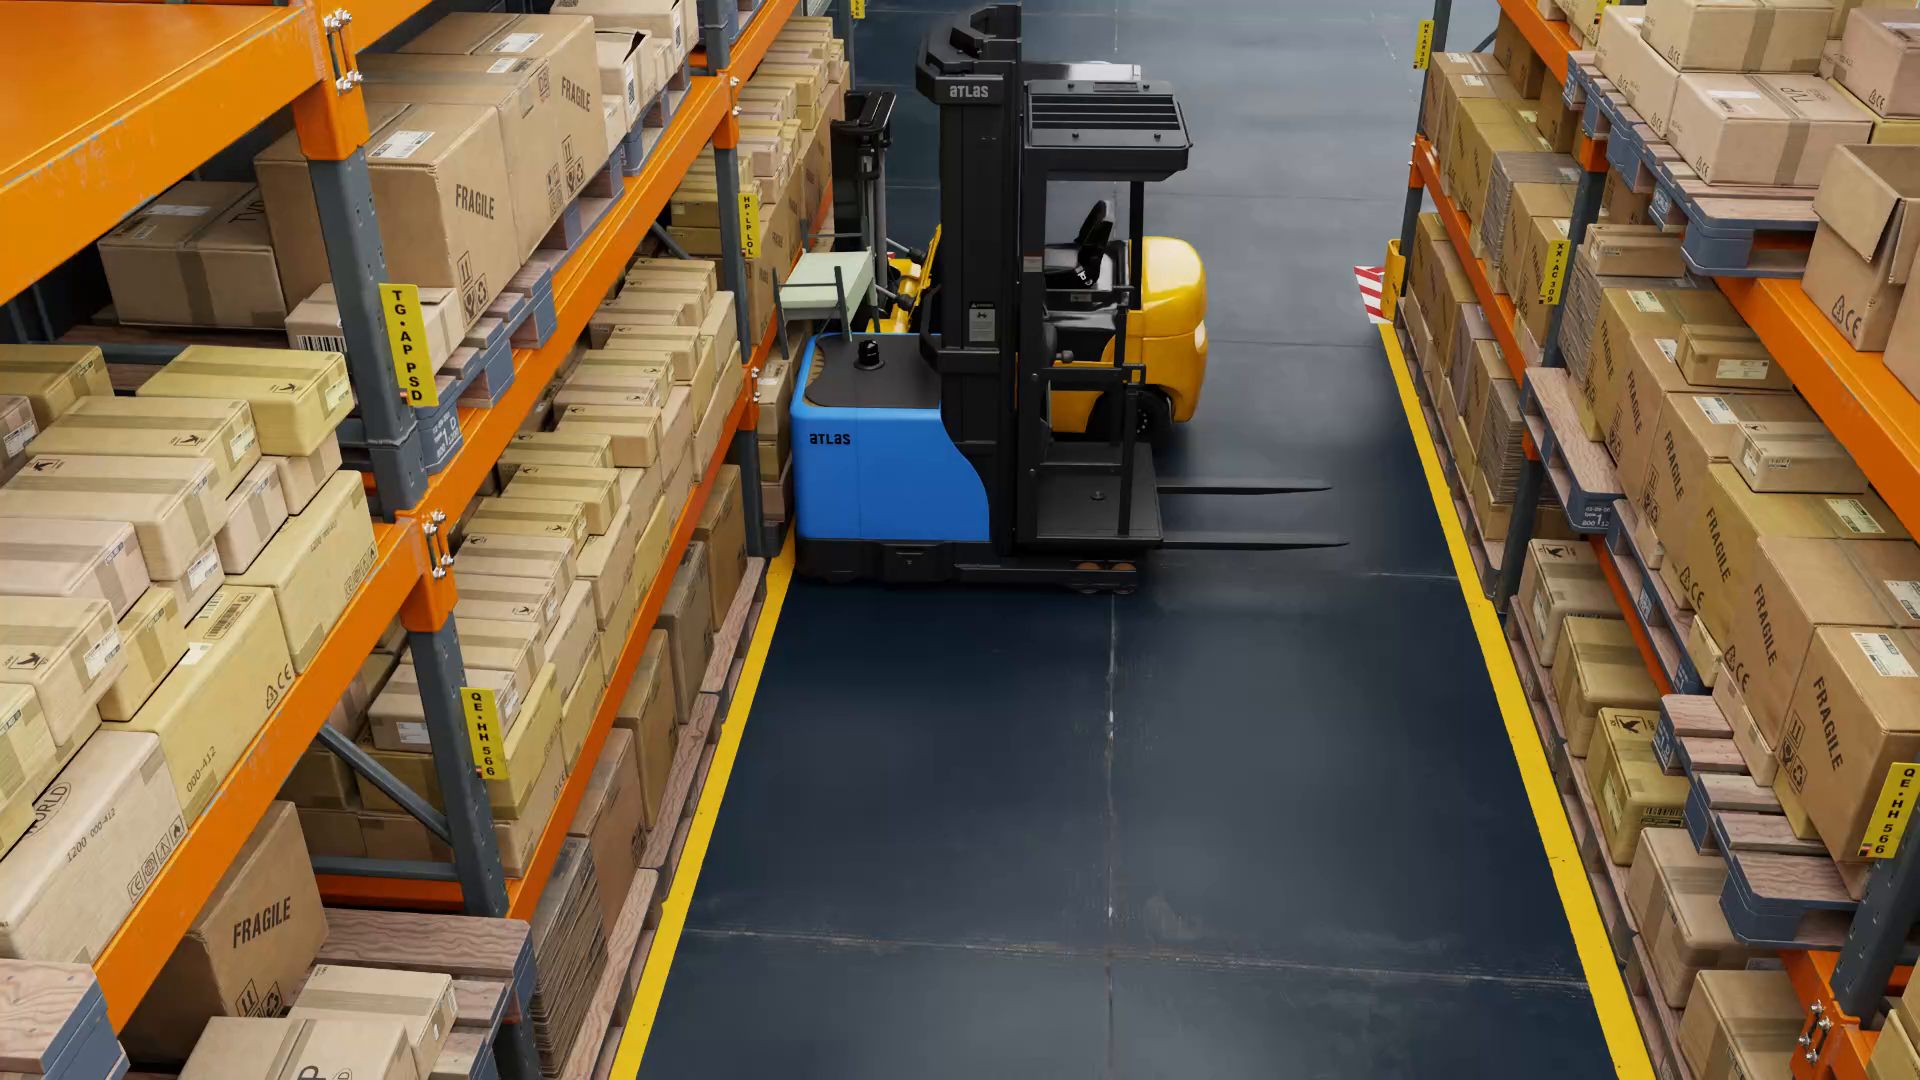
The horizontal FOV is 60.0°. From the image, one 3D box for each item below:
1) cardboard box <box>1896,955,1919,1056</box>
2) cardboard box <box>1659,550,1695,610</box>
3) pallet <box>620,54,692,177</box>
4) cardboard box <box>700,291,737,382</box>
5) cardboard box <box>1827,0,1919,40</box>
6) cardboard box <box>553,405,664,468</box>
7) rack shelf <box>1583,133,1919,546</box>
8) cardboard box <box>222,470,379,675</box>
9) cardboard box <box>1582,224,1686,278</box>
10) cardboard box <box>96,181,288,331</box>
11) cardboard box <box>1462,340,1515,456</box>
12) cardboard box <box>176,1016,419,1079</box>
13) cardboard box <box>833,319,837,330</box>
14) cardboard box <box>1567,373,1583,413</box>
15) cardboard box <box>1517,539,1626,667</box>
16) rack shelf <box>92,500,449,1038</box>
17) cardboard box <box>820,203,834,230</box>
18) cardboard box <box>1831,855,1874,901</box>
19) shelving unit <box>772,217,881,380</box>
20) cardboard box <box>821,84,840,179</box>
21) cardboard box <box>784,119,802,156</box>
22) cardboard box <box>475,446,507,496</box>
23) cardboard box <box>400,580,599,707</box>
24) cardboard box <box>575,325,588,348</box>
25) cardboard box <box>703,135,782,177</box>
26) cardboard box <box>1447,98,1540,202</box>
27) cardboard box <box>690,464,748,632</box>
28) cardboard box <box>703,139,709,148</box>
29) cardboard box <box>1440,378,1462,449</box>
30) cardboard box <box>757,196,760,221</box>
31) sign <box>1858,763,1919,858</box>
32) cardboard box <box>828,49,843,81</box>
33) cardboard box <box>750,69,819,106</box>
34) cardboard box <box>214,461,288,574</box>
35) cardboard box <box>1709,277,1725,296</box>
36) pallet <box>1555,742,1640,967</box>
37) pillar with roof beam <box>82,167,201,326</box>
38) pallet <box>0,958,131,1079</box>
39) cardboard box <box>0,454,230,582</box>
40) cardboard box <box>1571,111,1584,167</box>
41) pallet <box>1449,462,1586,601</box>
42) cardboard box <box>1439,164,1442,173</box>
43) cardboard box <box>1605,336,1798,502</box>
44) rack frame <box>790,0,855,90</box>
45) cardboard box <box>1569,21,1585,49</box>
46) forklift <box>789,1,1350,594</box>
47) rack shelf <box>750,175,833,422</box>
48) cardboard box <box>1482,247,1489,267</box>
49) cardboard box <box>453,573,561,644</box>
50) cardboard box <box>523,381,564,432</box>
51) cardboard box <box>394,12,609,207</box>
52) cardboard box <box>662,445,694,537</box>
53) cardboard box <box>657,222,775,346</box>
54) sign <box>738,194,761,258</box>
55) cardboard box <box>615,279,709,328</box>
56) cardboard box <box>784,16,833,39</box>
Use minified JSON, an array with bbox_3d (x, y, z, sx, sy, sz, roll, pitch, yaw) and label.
[{"bbox_3d":[2.761,1.311,4.210,0.500,0.250,0.500,2,32,4],"label":"cardboard box"},{"bbox_3d":[2.887,0.139,6.285,0.380,0.149,0.250,1,32,2],"label":"cardboard box"},{"bbox_3d":[-1.633,-1.830,6.963,0.805,0.209,1.217,1,32,2],"label":"pallet"},{"bbox_3d":[-1.359,-0.977,7.923,0.500,0.250,0.500,2,32,3],"label":"cardboard box"},{"bbox_3d":[3.454,-2.182,6.619,0.500,0.250,0.500,3,32,5],"label":"cardboard box"},{"bbox_3d":[-1.399,-0.415,6.631,0.380,0.149,0.250,2,32,3],"label":"cardboard box"},{"bbox_3d":[3.211,-0.811,5.813,1.077,0.370,4.000,2,32,4],"label":"rack shelf"},{"bbox_3d":[-1.699,0.061,3.856,0.500,0.250,0.500,1,32,2],"label":"cardboard box"},{"bbox_3d":[2.983,-1.279,7.349,0.380,0.149,0.250,2,32,4],"label":"cardboard box"},{"bbox_3d":[-2.096,-0.829,4.804,0.500,0.250,0.500,2,32,4],"label":"cardboard box"},{"bbox_3d":[3.194,-0.800,9.475,0.500,0.500,0.500,3,32,5],"label":"cardboard box"},{"bbox_3d":[-1.663,1.446,4.067,0.500,0.250,0.500,1,32,2],"label":"cardboard box"},{"bbox_3d":[-1.049,-1.608,11.025,0.500,0.250,0.500,2,32,3],"label":"cardboard box"},{"bbox_3d":[3.014,-0.682,7.617,0.380,0.149,0.250,3,32,5],"label":"cardboard box"},{"bbox_3d":[3.334,0.328,8.243,0.950,0.372,0.625,3,32,5],"label":"cardboard box"},{"bbox_3d":[-2.062,1.071,2.760,1.077,0.370,4.000,2,32,4],"label":"rack shelf"},{"bbox_3d":[-1.010,-2.100,11.346,0.500,0.250,0.500,3,32,5],"label":"cardboard box"},{"bbox_3d":[2.840,0.952,4.965,0.380,0.149,0.250,4,32,6],"label":"cardboard box"},{"bbox_3d":[-0.726,-1.036,9.731,0.431,1.500,0.755,0,32,10],"label":"shelving unit"},{"bbox_3d":[-1.078,-2.691,10.942,0.500,0.500,0.500,3,32,6],"label":"cardboard box"},{"bbox_3d":[-1.140,-2.378,9.816,0.380,0.149,0.250,2,32,3],"label":"cardboard box"},{"bbox_3d":[-1.969,-0.305,6.453,0.380,0.149,0.250,3,32,5],"label":"cardboard box"},{"bbox_3d":[-1.578,0.363,5.748,0.500,0.250,0.500,3,32,6],"label":"cardboard box"},{"bbox_3d":[-1.911,-0.971,7.534,0.380,0.149,0.250,2,32,4],"label":"cardboard box"},{"bbox_3d":[-1.186,-2.100,9.082,0.380,0.149,0.250,3,32,5],"label":"cardboard box"},{"bbox_3d":[3.305,-2.373,10.144,0.500,0.500,0.500,2,32,3],"label":"cardboard box"},{"bbox_3d":[-1.605,0.010,8.519,0.875,0.625,0.625,4,32,6],"label":"cardboard box"},{"bbox_3d":[-1.679,-2.400,9.851,0.380,0.149,0.250,1,32,2],"label":"cardboard box"},{"bbox_3d":[3.233,-0.759,10.124,0.500,0.250,0.500,3,32,5],"label":"cardboard box"},{"bbox_3d":[-1.266,-1.706,8.725,0.380,0.149,0.250,3,32,5],"label":"cardboard box"},{"bbox_3d":[2.506,0.728,4.461,0.100,0.325,0.005,2,32,4],"label":"sign"},{"bbox_3d":[-0.988,-3.178,11.115,0.380,0.149,0.250,3,32,5],"label":"cardboard box"},{"bbox_3d":[-1.071,-2.765,10.161,0.380,0.149,0.250,3,32,5],"label":"cardboard box"},{"bbox_3d":[-1.729,-0.057,3.667,0.380,0.149,0.250,2,32,3],"label":"cardboard box"},{"bbox_3d":[3.565,-0.982,7.486,0.500,0.500,0.500,2,32,3],"label":"cardboard box"},{"bbox_3d":[3.215,1.348,7.142,1.003,0.211,1.213,2,32,4],"label":"pallet"},{"bbox_3d":[1.599,-2.095,4.352,9.100,9.000,0.400,2,32,4],"label":"pillar with roof beam"},{"bbox_3d":[-2.021,1.010,2.353,1.213,0.211,1.003,2,32,4],"label":"pallet"},{"bbox_3d":[-1.730,-0.047,3.368,0.380,0.149,0.250,1,32,2],"label":"cardboard box"},{"bbox_3d":[3.757,-2.229,8.956,0.700,0.500,0.500,2,32,3],"label":"cardboard box"},{"bbox_3d":[3.393,-0.051,9.413,1.003,0.211,1.213,2,32,4],"label":"pallet"},{"bbox_3d":[3.357,-2.434,10.860,0.380,0.149,0.250,1,32,2],"label":"cardboard box"},{"bbox_3d":[2.956,-0.481,6.673,0.500,0.500,0.500,2,32,4],"label":"cardboard box"},{"bbox_3d":[-1.248,-3.188,11.844,1.000,3.000,0.127,2,32,4],"label":"rack frame"},{"bbox_3d":[3.200,-2.497,8.103,0.380,0.149,0.250,3,32,4],"label":"cardboard box"},{"bbox_3d":[0.625,-1.238,8.745,3.031,2.935,1.130,1,32,1],"label":"forklift"},{"bbox_3d":[-1.411,-1.836,10.335,1.077,0.370,4.000,2,32,4],"label":"rack shelf"},{"bbox_3d":[3.226,-1.624,9.546,0.380,0.149,0.250,2,32,3],"label":"cardboard box"},{"bbox_3d":[-1.564,0.248,5.556,0.380,0.149,0.250,3,32,5],"label":"cardboard box"},{"bbox_3d":[-1.975,-0.460,7.084,0.500,0.250,0.500,2,32,3],"label":"cardboard box"},{"bbox_3d":[-1.515,-1.446,5.567,0.500,0.500,0.500,3,32,5],"label":"cardboard box"},{"bbox_3d":[-1.460,-0.236,7.197,0.500,0.250,0.500,3,32,4],"label":"cardboard box"},{"bbox_3d":[-1.277,-1.359,8.782,0.500,0.500,0.500,2,32,3],"label":"cardboard box"},{"bbox_3d":[-1.032,-1.537,8.137,0.100,0.325,0.005,2,32,4],"label":"sign"},{"bbox_3d":[-1.383,-1.091,7.728,0.380,0.149,0.250,2,32,3],"label":"cardboard box"},{"bbox_3d":[-1.067,-3.437,11.251,0.380,0.149,0.250,3,32,4],"label":"cardboard box"}]
